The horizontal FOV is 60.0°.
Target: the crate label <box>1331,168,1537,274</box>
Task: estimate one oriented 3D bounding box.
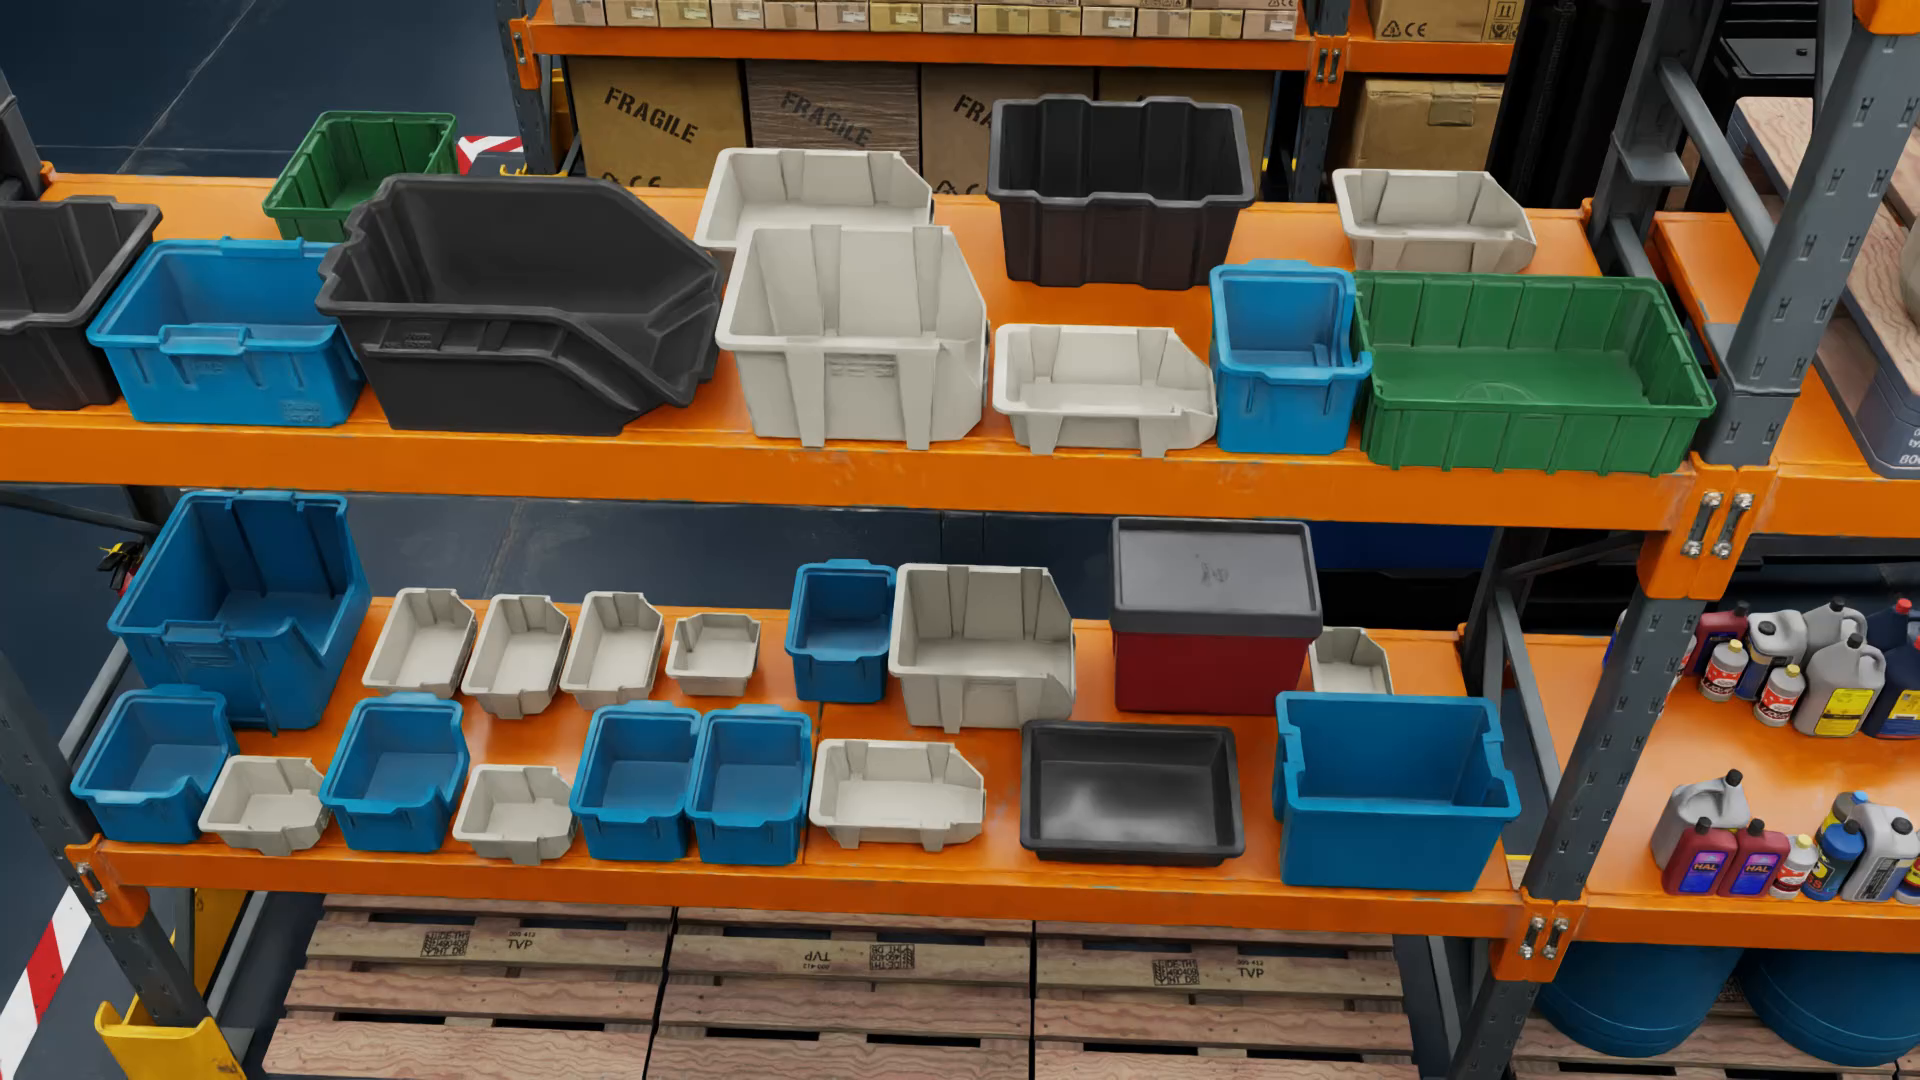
[{"bbox_3d":[1.115,-0.735,3.916,0.466,0.136,0.293,2,43,2],"label":"crate label"}]

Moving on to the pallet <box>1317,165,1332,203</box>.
[{"bbox_3d":[2.588,-1.902,9.222,1.213,0.211,1.003,2,43,2],"label":"pallet"}]

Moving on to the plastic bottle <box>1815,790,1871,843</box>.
[{"bbox_3d":[2.388,0.750,4.475,0.097,0.201,0.097,0,43,0],"label":"plastic bottle"}]

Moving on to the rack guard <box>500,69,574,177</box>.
[{"bbox_3d":[-2.206,-2.103,9.226,0.348,0.500,1.175,2,43,2],"label":"rack guard"}]

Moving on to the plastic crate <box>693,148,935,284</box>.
[{"bbox_3d":[-0.330,-0.751,3.934,0.530,0.136,0.437,2,43,2],"label":"plastic crate"}]

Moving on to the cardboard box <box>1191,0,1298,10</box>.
[{"bbox_3d":[1.361,-2.783,8.014,0.500,0.250,0.500,1,43,1],"label":"cardboard box"}]

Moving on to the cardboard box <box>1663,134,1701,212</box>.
[{"bbox_3d":[3.347,-2.238,8.788,0.875,0.875,1.225,0,43,0],"label":"cardboard box"}]

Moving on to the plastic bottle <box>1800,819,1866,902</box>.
[{"bbox_3d":[2.284,0.825,4.343,0.097,0.271,0.097,0,43,0],"label":"plastic bottle"}]

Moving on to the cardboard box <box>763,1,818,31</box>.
[{"bbox_3d":[-0.816,-2.659,8.174,0.250,0.149,0.380,1,43,1],"label":"cardboard box"}]

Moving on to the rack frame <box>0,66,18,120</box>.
[{"bbox_3d":[-2.405,-1.840,2.708,0.127,3.000,1.000,2,43,2],"label":"rack frame"}]

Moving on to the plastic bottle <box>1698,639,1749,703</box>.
[{"bbox_3d":[2.246,0.373,4.880,0.097,0.201,0.097,0,43,0],"label":"plastic bottle"}]

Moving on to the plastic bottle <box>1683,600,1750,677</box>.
[{"bbox_3d":[2.232,0.289,4.910,0.133,0.283,0.061,2,43,2],"label":"plastic bottle"}]

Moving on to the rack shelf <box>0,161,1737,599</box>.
[{"bbox_3d":[-0.407,-0.417,3.910,4.000,0.370,1.077,2,43,2],"label":"rack shelf"}]

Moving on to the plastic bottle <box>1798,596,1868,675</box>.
[{"bbox_3d":[2.524,0.302,4.847,0.185,0.351,0.144,2,43,2],"label":"plastic bottle"}]

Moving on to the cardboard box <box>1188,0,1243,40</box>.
[{"bbox_3d":[1.237,-2.596,8.106,0.250,0.149,0.380,3,43,3],"label":"cardboard box"}]

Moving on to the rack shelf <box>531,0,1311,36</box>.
[{"bbox_3d":[-0.184,-2.764,8.486,3.809,0.124,0.919,2,43,2],"label":"rack shelf"}]

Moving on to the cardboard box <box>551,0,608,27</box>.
[{"bbox_3d":[-1.843,-2.690,8.206,0.250,0.149,0.380,2,43,2],"label":"cardboard box"}]

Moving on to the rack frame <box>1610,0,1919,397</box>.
[{"bbox_3d":[1.591,-1.717,2.576,0.127,3.000,1.000,2,43,2],"label":"rack frame"}]

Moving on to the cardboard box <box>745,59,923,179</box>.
[{"bbox_3d":[-0.630,-2.400,8.962,0.875,0.875,0.875,2,43,2],"label":"cardboard box"}]

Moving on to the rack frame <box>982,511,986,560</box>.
[{"bbox_3d":[0.106,-0.436,6.923,0.006,1.200,0.240,2,43,2],"label":"rack frame"}]

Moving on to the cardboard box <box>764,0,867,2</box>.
[{"bbox_3d":[-0.694,-2.843,8.079,0.500,0.250,0.500,0,43,0],"label":"cardboard box"}]

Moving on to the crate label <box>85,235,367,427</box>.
[{"bbox_3d":[-1.498,-0.439,3.515,0.502,0.251,0.408,2,43,2],"label":"crate label"}]

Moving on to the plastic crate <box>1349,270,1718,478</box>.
[{"bbox_3d":[1.154,-0.349,3.464,0.662,0.188,0.450,2,43,2],"label":"plastic crate"}]

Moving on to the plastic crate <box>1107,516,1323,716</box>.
[{"bbox_3d":[0.710,0.235,4.792,0.583,0.464,0.402,2,43,2],"label":"plastic crate"}]

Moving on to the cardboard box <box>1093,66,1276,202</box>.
[{"bbox_3d":[1.158,-2.345,8.903,0.875,0.875,0.875,2,43,2],"label":"cardboard box"}]

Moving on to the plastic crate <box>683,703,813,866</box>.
[{"bbox_3d":[-0.558,0.676,4.488,0.300,0.233,0.416,2,43,2],"label":"plastic crate"}]

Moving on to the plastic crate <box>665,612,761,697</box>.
[{"bbox_3d":[-0.718,0.339,4.920,0.250,0.136,0.298,2,43,2],"label":"plastic crate"}]

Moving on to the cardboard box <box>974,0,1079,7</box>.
[{"bbox_3d":[0.334,-2.813,8.046,0.500,0.250,0.500,3,43,3],"label":"cardboard box"}]

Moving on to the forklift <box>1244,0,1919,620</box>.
[{"bbox_3d":[2.769,-1.079,6.344,3.031,2.935,1.130,0,43,0],"label":"forklift"}]

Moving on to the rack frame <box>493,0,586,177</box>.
[{"bbox_3d":[-2.182,-3.017,8.374,0.127,3.000,1.000,2,43,2],"label":"rack frame"}]

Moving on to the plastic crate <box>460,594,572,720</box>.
[{"bbox_3d":[-1.294,0.350,4.908,0.243,0.136,0.396,2,43,2],"label":"plastic crate"}]

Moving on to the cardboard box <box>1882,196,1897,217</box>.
[{"bbox_3d":[5.121,-2.183,8.729,0.875,0.875,1.225,0,43,0],"label":"cardboard box"}]

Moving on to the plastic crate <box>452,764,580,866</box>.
[{"bbox_3d":[-1.179,0.749,4.480,0.298,0.136,0.250,2,43,2],"label":"plastic crate"}]

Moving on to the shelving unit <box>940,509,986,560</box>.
[{"bbox_3d":[0.014,-0.439,6.926,0.189,1.200,0.258,2,43,2],"label":"shelving unit"}]

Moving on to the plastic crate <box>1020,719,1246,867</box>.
[{"bbox_3d":[0.460,0.706,4.535,0.590,0.125,0.437,2,43,2],"label":"plastic crate"}]

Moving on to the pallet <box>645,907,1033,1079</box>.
[{"bbox_3d":[-0.368,1.467,5.606,1.213,0.211,1.003,2,43,2],"label":"pallet"}]

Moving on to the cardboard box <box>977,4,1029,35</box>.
[{"bbox_3d":[0.210,-2.628,8.140,0.250,0.149,0.380,1,43,1],"label":"cardboard box"}]

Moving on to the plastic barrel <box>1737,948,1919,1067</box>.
[{"bbox_3d":[2.841,1.142,5.140,0.708,0.901,0.600,2,43,2],"label":"plastic barrel"}]

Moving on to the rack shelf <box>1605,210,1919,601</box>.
[{"bbox_3d":[3.589,-0.295,3.778,4.000,0.370,1.077,2,43,2],"label":"rack shelf"}]

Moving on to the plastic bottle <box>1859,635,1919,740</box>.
[{"bbox_3d":[2.702,0.406,4.736,0.185,0.351,0.144,2,43,2],"label":"plastic bottle"}]

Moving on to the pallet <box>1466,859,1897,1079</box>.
[{"bbox_3d":[2.359,1.551,5.516,1.213,0.211,1.003,2,43,2],"label":"pallet"}]

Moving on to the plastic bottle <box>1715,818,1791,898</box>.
[{"bbox_3d":[2.071,0.827,4.333,0.133,0.283,0.061,2,43,2],"label":"plastic bottle"}]

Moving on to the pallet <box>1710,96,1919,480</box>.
[{"bbox_3d":[2.378,-0.593,3.709,1.003,0.211,1.213,2,43,2],"label":"pallet"}]

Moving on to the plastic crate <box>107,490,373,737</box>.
[{"bbox_3d":[-2.062,0.204,4.846,0.499,0.435,0.616,2,43,2],"label":"plastic crate"}]

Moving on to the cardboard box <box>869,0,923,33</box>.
[{"bbox_3d":[-0.306,-2.643,8.157,0.250,0.149,0.380,1,43,1],"label":"cardboard box"}]

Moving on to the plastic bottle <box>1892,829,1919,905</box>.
[{"bbox_3d":[2.516,0.832,4.336,0.097,0.271,0.097,0,43,0],"label":"plastic bottle"}]

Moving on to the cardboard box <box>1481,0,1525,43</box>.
[{"bbox_3d":[2.764,-2.732,7.994,0.500,0.500,0.500,2,43,2],"label":"cardboard box"}]

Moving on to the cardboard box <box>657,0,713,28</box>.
[{"bbox_3d":[-1.330,-2.675,8.191,0.250,0.149,0.380,1,43,1],"label":"cardboard box"}]

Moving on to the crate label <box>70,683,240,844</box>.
[{"bbox_3d":[-2.174,0.627,4.541,0.303,0.233,0.416,2,43,2],"label":"crate label"}]

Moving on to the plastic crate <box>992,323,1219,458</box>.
[{"bbox_3d":[0.303,-0.303,3.453,0.466,0.136,0.293,2,43,2],"label":"plastic crate"}]

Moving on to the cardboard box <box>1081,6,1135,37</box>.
[{"bbox_3d":[0.724,-2.612,8.123,0.250,0.149,0.380,3,43,3],"label":"cardboard box"}]
